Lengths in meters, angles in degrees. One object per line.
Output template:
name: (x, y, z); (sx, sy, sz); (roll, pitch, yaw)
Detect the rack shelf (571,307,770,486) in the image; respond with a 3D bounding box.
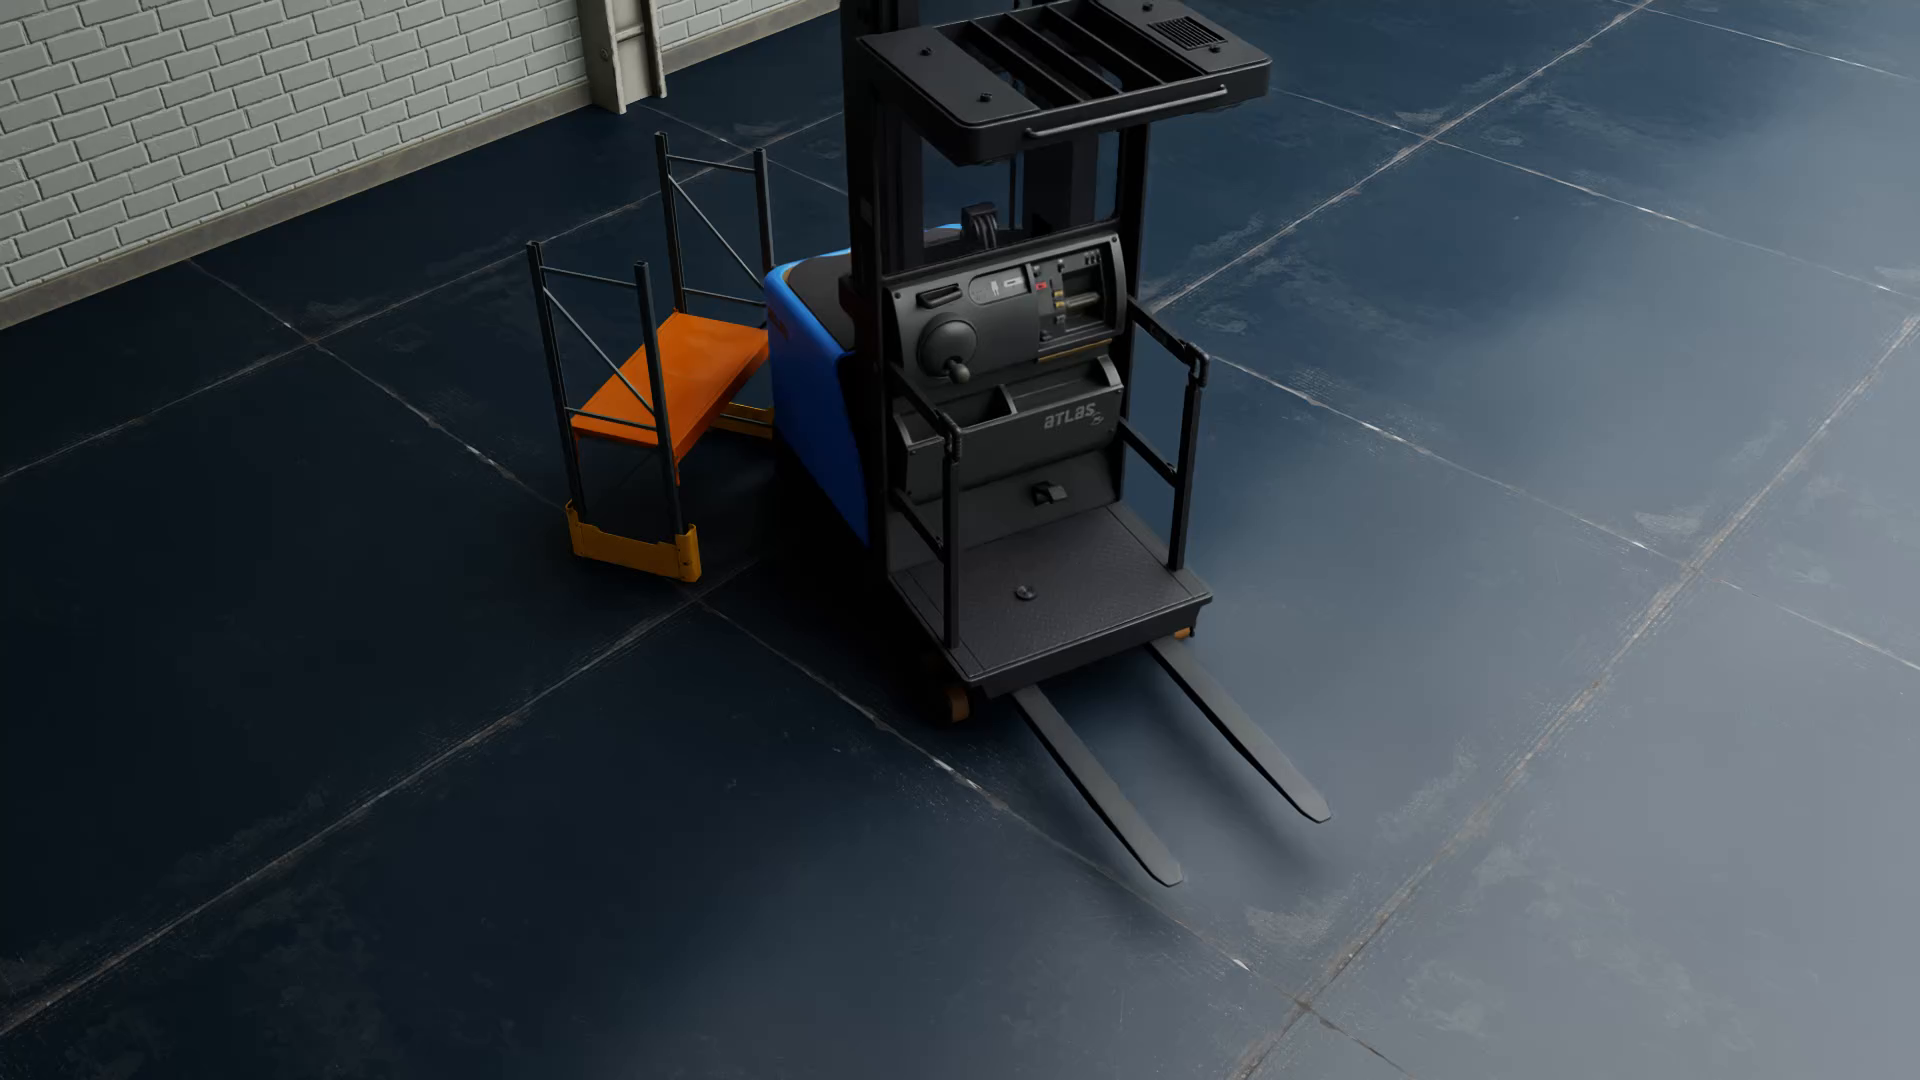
rack shelf: (-1.217, -0.635, 7.132); (0.538, 0.185, 1.000); (13, 40, 15)

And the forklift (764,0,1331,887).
forklift: (0.285, -0.766, 5.859); (1.130, 2.935, 3.031); (-18, 42, -21)

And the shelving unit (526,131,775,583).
shelving unit: (-1.214, -0.781, 7.027); (0.587, 1.500, 1.083); (13, 40, 15)

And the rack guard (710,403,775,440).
rack guard: (-1.044, -0.583, 7.783); (0.587, 0.250, 0.087); (13, 40, 15)

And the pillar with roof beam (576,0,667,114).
pillar with roof beam: (1.011, -4.605, 5.811); (9.100, 9.000, 0.400); (30, 47, 32)

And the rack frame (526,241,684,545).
rack frame: (-1.390, -0.478, 6.646); (0.500, 1.500, 0.032); (13, 40, 15)

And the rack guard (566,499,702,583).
rack guard: (-1.383, 0.000, 7.050); (0.587, 0.250, 0.087); (13, 40, 15)

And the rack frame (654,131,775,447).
rack frame: (-1.044, -1.073, 7.395); (0.500, 1.500, 0.032); (13, 40, 15)
